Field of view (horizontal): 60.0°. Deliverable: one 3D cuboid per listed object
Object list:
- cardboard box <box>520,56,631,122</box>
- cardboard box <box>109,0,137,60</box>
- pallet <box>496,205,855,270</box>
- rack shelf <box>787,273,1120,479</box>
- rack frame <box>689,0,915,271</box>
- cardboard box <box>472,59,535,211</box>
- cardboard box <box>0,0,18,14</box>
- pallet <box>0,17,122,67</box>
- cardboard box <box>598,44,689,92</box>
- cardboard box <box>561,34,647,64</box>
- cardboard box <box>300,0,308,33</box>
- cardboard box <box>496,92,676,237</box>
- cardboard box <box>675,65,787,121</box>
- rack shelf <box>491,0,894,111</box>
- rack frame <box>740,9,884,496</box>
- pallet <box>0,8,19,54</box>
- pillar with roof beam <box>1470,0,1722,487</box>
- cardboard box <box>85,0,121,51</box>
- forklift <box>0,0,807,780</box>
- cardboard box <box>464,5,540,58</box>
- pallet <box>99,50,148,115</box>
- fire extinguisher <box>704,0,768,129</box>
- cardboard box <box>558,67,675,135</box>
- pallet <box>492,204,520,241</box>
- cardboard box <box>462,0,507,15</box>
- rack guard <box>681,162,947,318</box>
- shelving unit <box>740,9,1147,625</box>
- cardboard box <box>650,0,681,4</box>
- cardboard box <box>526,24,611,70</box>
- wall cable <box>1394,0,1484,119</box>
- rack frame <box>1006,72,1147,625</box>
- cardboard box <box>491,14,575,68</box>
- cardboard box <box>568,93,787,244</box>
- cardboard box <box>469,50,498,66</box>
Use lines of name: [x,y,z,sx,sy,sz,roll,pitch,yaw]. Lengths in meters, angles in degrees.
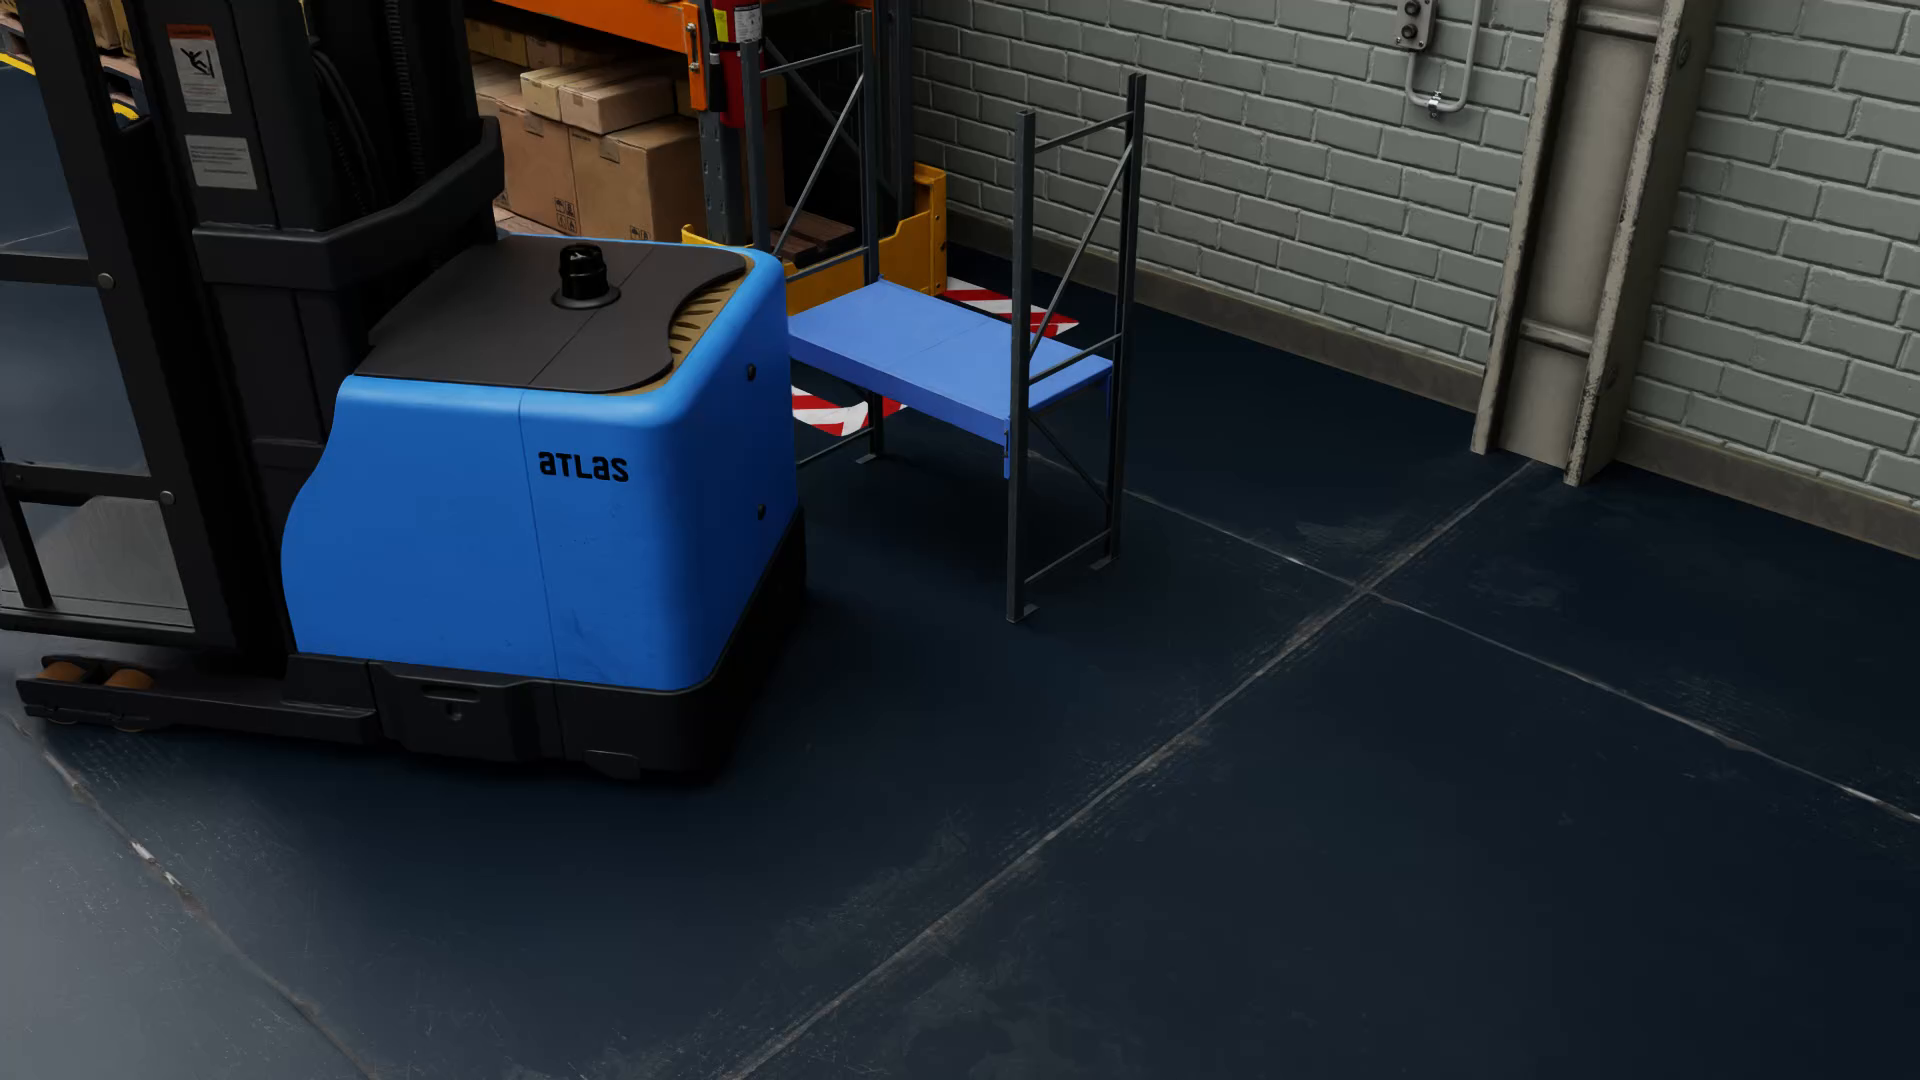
cardboard box: [-1.559,-1.845,6.793,0.250,0.149,0.380,26,40,36]
cardboard box: [-4.100,-3.009,9.018,0.750,0.750,0.750,26,39,36]
pallet: [-1.211,-1.243,7.110,1.213,0.211,1.003,25,39,35]
rack shelf: [-0.063,-0.518,5.005,1.000,0.185,0.538,25,39,35]
rack frame: [-0.566,-2.191,5.981,0.127,3.000,1.000,25,39,35]
cardboard box: [-1.896,-1.851,7.433,0.500,0.500,0.700,24,38,34]
cardboard box: [-5.395,-3.608,10.012,0.750,0.750,0.750,25,39,35]
pallet: [-5.063,-3.041,10.097,1.213,0.211,1.003,25,39,35]
cardboard box: [-1.301,-1.990,7.035,0.250,0.149,0.380,25,39,35]
cardboard box: [-1.486,-2.077,7.179,0.250,0.149,0.380,25,39,35]
cardboard box: [-2.914,-2.476,7.842,0.250,0.149,0.380,27,40,37]
cardboard box: [-1.523,-1.677,7.144,0.500,0.500,0.700,25,39,35]
cardboard box: [-0.925,-1.815,6.744,0.250,0.149,0.380,25,39,35]
rack shelf: [-2.048,-2.575,7.316,4.000,0.370,1.077,25,39,35]
rack frame: [-0.440,-0.848,5.204,0.032,1.500,0.500,25,39,35]
pallet: [-5.963,-3.463,10.798,1.213,0.211,1.003,25,39,35]
pillar with roof beam: [-0.872,-2.511,0.696,0.400,9.000,9.100,25,39,35]
cardboard box: [-4.762,-3.316,9.527,0.750,0.750,0.750,26,40,36]
forklift: [-2.022,-1.008,4.083,3.031,2.935,1.130,5,31,9]
cardboard box: [-2.053,-2.341,7.618,0.250,0.149,0.380,24,39,34]
pallet: [-4.154,-2.619,9.395,1.213,0.211,1.003,25,39,35]
fire extinguisher: [-0.763,-1.769,5.717,0.183,0.674,0.296,25,39,35]
cardboard box: [-1.369,-1.757,6.647,0.250,0.149,0.380,25,39,35]
pallet: [-2.111,-1.665,7.812,1.213,0.211,1.003,25,39,35]
cardboard box: [-2.245,-2.430,7.766,0.250,0.149,0.380,25,39,36]
rack guard: [-0.548,-1.112,6.612,0.348,0.500,1.175,25,39,35]
shelving unit: [-0.063,-0.672,4.912,1.048,1.500,0.538,25,39,35]
cardboard box: [-0.950,-2.492,6.190,0.700,0.700,0.980,27,40,37]
cardboard box: [-1.675,-2.165,7.325,0.250,0.149,0.380,26,39,36]
wall cable: [1.019,-2.545,5.584,1.851,1.984,0.084,25,39,35]
rack frame: [0.314,-0.496,4.620,0.032,1.500,0.500,25,39,35]
cardboard box: [-1.866,-2.253,7.472,0.250,0.149,0.380,25,39,36]
cardboard box: [-1.152,-1.504,6.856,0.500,0.500,0.700,25,39,35]
cardboard box: [-2.296,-2.033,7.734,0.500,0.500,0.700,26,40,36]
